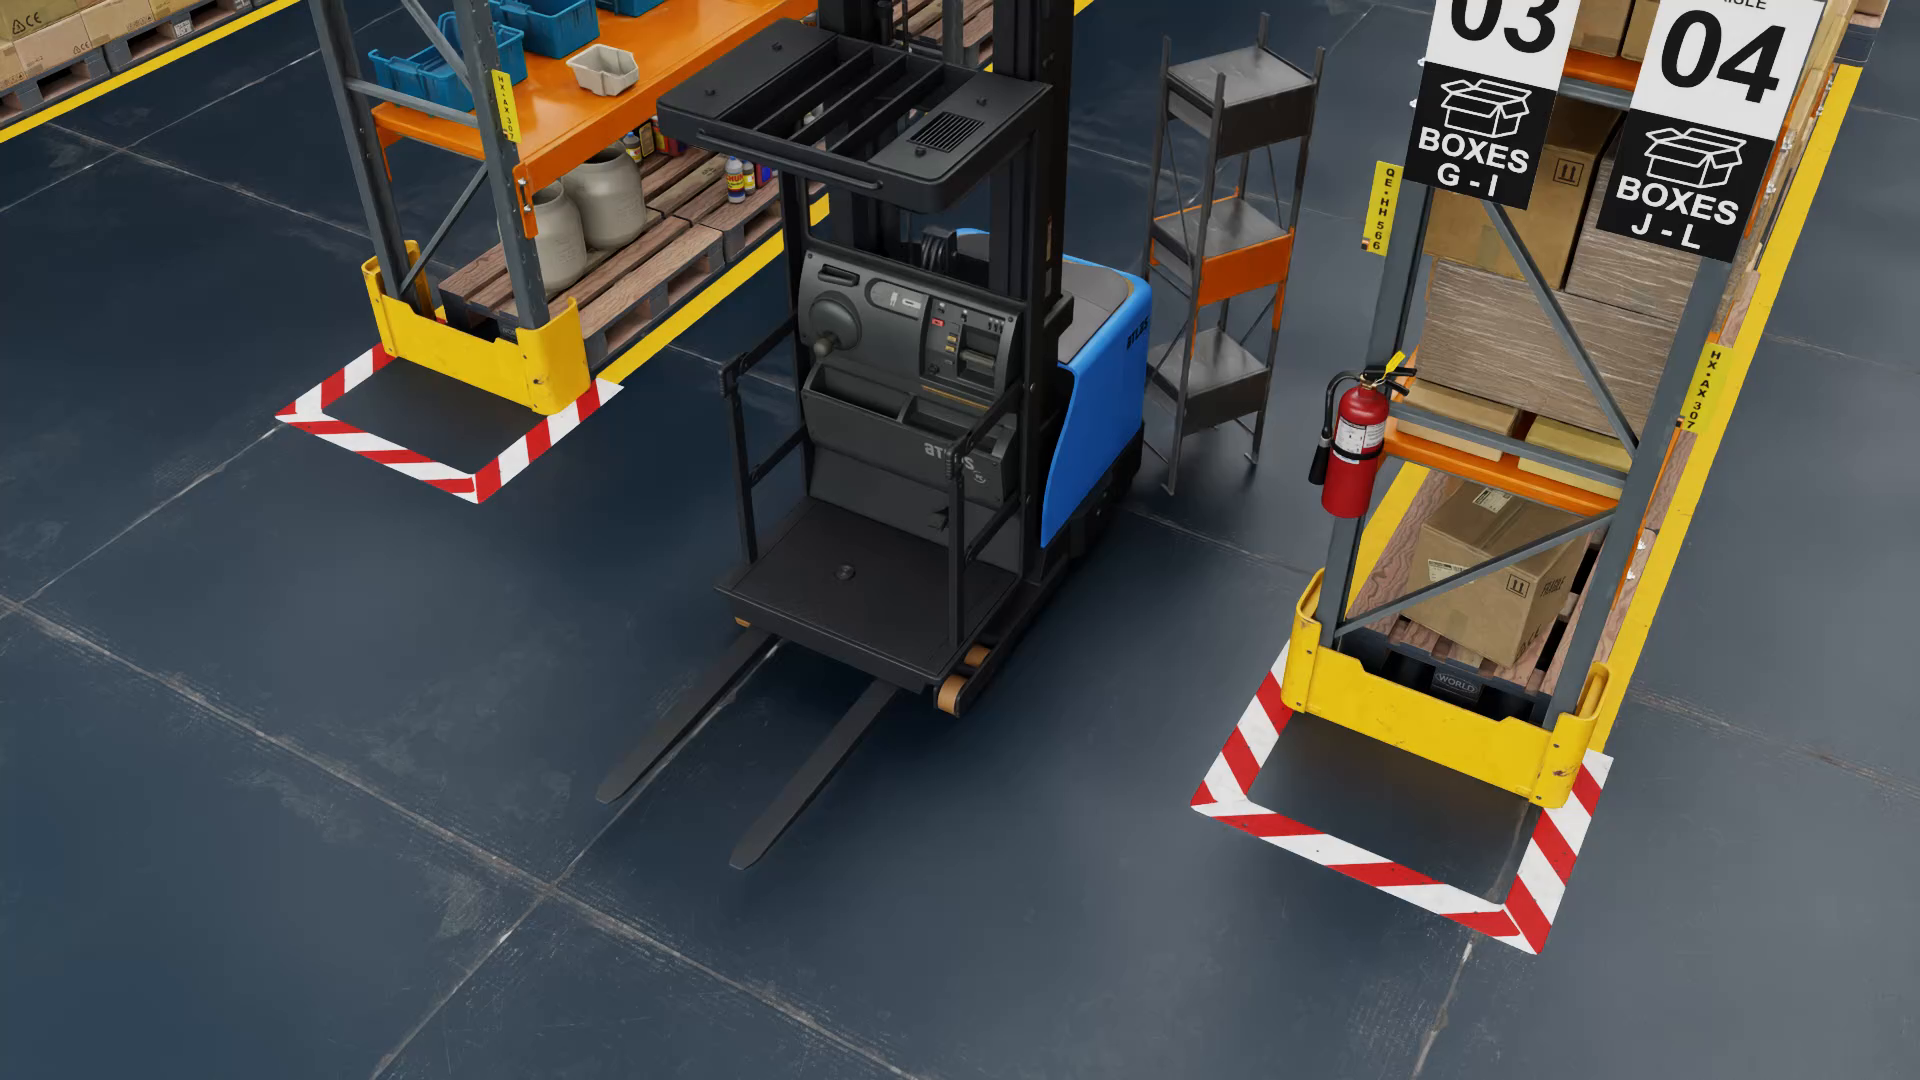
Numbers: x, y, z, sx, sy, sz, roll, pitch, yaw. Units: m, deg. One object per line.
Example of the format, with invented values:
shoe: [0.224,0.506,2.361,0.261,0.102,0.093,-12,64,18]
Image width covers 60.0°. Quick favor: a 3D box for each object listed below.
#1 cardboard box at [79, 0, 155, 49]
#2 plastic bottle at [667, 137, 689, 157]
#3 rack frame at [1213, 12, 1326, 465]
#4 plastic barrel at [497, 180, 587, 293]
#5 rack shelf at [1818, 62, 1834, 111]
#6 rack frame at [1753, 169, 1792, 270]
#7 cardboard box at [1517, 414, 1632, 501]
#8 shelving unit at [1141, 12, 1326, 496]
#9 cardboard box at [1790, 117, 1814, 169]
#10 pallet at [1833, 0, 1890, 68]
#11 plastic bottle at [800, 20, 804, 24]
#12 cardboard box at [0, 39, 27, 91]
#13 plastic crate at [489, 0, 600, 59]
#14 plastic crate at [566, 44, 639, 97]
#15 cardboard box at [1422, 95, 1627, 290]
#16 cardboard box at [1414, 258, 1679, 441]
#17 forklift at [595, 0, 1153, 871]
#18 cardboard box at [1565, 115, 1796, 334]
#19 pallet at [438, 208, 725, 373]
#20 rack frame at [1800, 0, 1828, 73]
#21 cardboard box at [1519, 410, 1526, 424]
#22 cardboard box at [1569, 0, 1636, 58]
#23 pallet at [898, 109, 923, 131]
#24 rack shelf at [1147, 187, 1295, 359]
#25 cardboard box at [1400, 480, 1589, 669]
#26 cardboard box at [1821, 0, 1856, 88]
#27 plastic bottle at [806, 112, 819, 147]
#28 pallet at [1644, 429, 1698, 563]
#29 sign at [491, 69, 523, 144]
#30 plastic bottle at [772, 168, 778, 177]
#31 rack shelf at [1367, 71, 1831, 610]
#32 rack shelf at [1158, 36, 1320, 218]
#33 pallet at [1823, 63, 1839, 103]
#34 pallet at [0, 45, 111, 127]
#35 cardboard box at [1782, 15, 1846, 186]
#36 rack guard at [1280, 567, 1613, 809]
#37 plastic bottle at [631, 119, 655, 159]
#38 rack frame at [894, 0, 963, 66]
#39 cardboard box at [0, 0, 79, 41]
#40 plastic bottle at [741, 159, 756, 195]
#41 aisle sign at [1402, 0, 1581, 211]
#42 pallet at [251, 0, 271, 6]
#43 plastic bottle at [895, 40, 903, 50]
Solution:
cardboard box: [-5.770,-3.535,11.072,0.500,0.250,0.500,21,45,22]
plastic bottle: [-1.660,-2.404,9.748,0.061,0.283,0.133,21,45,22]
rack frame: [1.335,-1.269,7.417,0.015,2.100,0.400,-20,45,-22]
plastic barrel: [-2.179,-1.588,8.664,0.421,0.512,0.421,0,41,0]
rack shelf: [4.849,-3.487,9.800,1.077,0.370,4.000,21,45,22]
rack frame: [3.848,-2.613,8.263,1.000,3.000,0.127,21,45,22]
cardboard box: [2.195,-0.314,5.843,0.380,0.149,0.250,21,45,22]
shelving unit: [1.122,-1.192,7.325,0.503,2.100,0.431,-20,45,-22]
cardboard box: [3.656,-1.855,7.593,0.380,0.149,0.250,21,45,22]
pallet: [4.356,-2.930,8.768,1.003,0.211,1.213,21,45,22]
plastic bottle: [-1.030,-3.270,10.794,0.097,0.201,0.097,0,41,0]
cardboard box: [-6.268,-2.961,10.421,0.500,0.250,0.500,21,45,22]
plastic crate: [-2.121,-2.661,8.430,0.499,0.251,0.408,21,45,22]
plastic crate: [-1.716,-2.269,8.072,0.298,0.136,0.250,21,45,22]
cardboard box: [1.907,-1.245,5.652,0.500,0.500,0.500,21,45,22]
cardboard box: [2.145,-0.779,5.880,0.875,0.500,0.500,21,45,22]
forklift: [-0.312,-0.739,6.186,1.130,2.935,3.031,21,45,22]
cardboard box: [2.357,-1.073,5.457,0.500,0.500,0.500,21,45,22]
pallet: [-2.034,-1.438,9.038,1.003,0.211,1.213,21,45,22]
rack frame: [1.846,-2.576,3.681,1.000,3.000,0.127,21,45,22]
cardboard box: [1.936,-0.604,6.172,0.380,0.149,0.250,21,45,22]
cardboard box: [1.867,-1.753,5.131,0.500,0.250,0.500,22,46,23]
pallet: [-0.813,-2.834,10.624,1.003,0.211,1.213,21,45,22]
rack shelf: [1.122,-1.182,7.334,0.480,0.518,0.431,-20,45,-22]
cardboard box: [2.173,0.105,6.751,0.500,0.500,0.500,30,49,29]
cardboard box: [3.361,-2.216,6.755,0.500,0.500,0.500,21,45,22]
plastic bottle: [-0.891,-2.439,9.850,0.097,0.201,0.097,0,41,0]
pallet: [2.933,-0.470,7.939,1.003,0.211,1.213,21,45,22]
sign: [-1.968,-1.882,7.223,0.100,0.325,0.005,21,45,22]
plastic bottle: [-1.093,-2.234,9.564,0.097,0.271,0.097,0,41,0]
rack shelf: [2.847,-1.199,7.201,1.077,0.370,4.000,21,45,22]
rack shelf: [1.131,-1.710,6.875,0.480,0.518,0.431,-20,45,-22]
pallet: [5.457,-3.409,11.276,1.003,0.211,1.213,21,45,22]
pallet: [-6.382,-3.007,10.821,1.003,0.211,1.213,21,45,22]
cardboard box: [2.863,-1.643,6.105,0.500,0.500,0.500,21,45,22]
rack guard: [1.884,0.571,6.539,1.175,0.500,0.348,21,45,22]
plastic bottle: [-1.860,-2.377,9.717,0.061,0.283,0.133,22,46,23]
rack frame: [-0.440,-4.251,10.123,1.000,3.000,0.127,21,45,22]
cardboard box: [-6.019,-3.530,10.499,0.500,0.500,0.500,21,45,22]
plastic bottle: [-1.213,-2.071,9.432,0.097,0.201,0.097,0,41,0]
aisle sign: [1.555,-1.363,4.877,0.394,0.787,0.004,21,45,22]
pallet: [-5.161,-4.404,12.406,1.003,0.211,1.213,21,45,22]
plastic bottle: [-0.396,-3.012,10.439,0.061,0.283,0.133,23,46,24]
